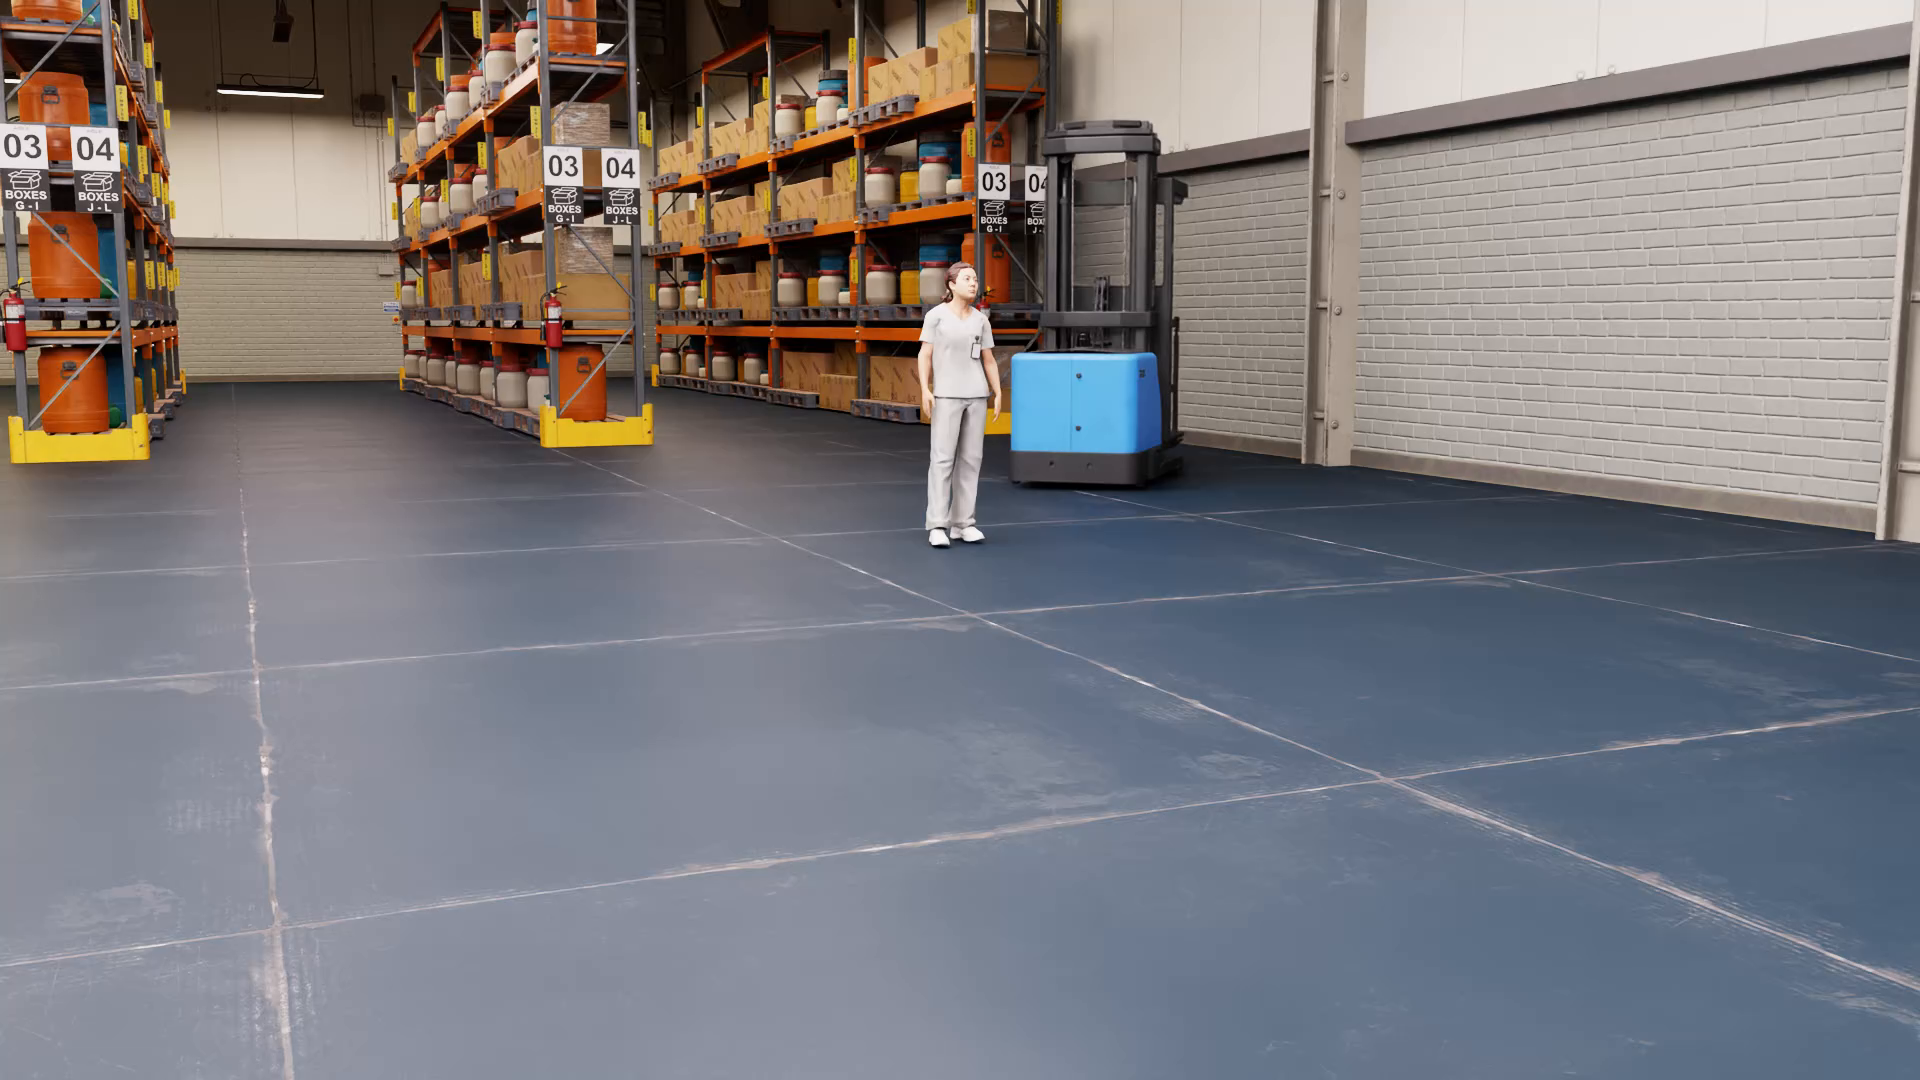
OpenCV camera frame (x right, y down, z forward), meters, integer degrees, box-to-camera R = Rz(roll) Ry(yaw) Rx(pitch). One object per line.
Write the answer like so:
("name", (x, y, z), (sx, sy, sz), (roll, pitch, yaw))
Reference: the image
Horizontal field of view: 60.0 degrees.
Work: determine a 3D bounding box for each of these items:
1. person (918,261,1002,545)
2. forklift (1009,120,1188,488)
("person", (0.017, -0.829, 9.970), (0.549, 1.673, 0.548), (-3, 8, -23))
("forklift", (1.321, -2.017, 14.238), (1.130, 2.935, 3.031), (2, 8, 17))
